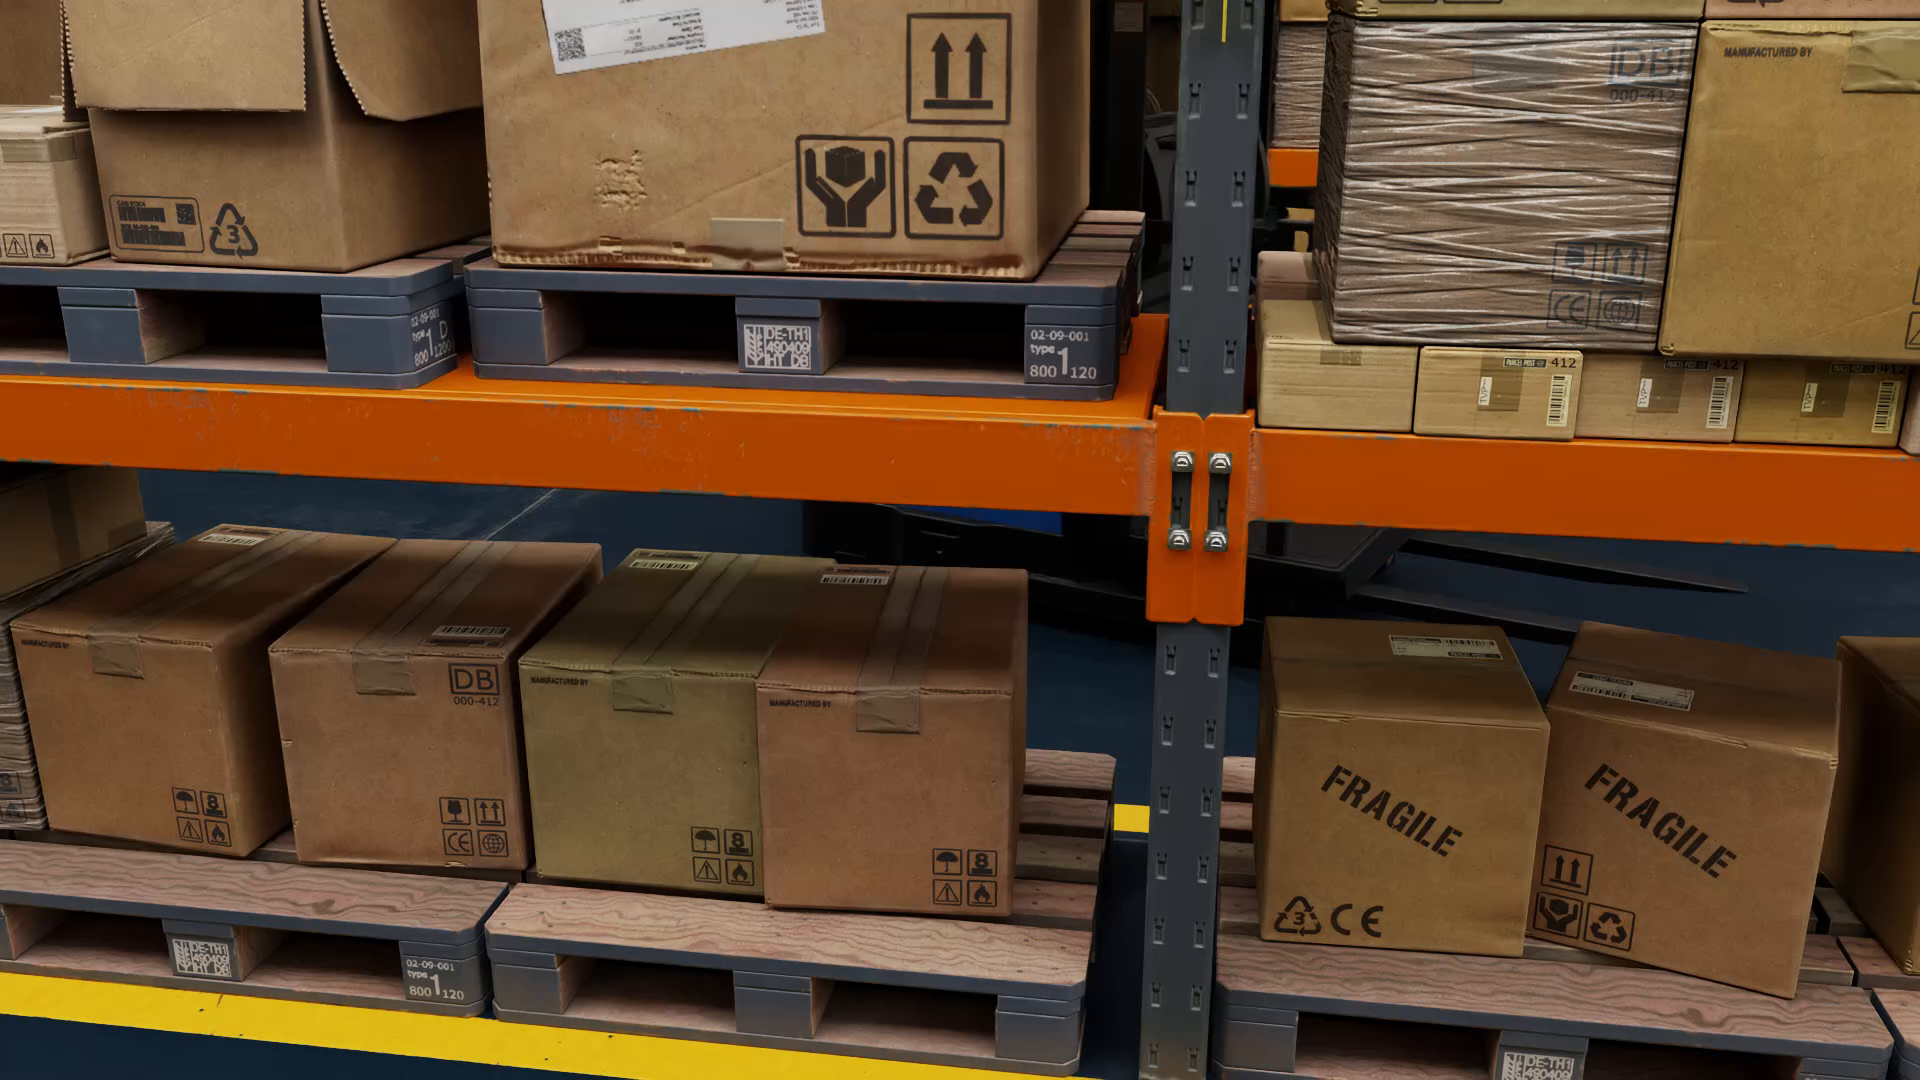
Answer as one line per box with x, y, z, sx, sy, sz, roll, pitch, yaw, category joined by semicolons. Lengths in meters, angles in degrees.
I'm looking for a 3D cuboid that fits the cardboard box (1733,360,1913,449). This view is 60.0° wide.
1.392;-0.278;2.804;0.250;0.149;0.380;3;19;9;cardboard box

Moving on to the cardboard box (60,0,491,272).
-1.243;-0.839;3.259;0.637;0.503;0.797;5;19;14;cardboard box

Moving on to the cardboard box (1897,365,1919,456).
1.633;-0.253;2.728;0.250;0.149;0.380;3;19;9;cardboard box

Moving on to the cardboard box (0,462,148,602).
-2.274;-0.065;3.835;0.500;0.250;0.500;5;19;15;cardboard box

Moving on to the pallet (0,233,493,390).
-1.505;-0.556;3.541;1.213;0.211;1.003;3;19;9;pallet

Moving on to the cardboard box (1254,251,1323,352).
0.742;-0.495;3.451;0.250;0.149;0.380;3;19;9;cardboard box

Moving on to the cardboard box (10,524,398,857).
-1.691;0.320;3.864;0.500;0.500;0.700;5;19;13;cardboard box

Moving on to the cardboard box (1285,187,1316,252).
1.980;-1.220;7.907;0.875;0.875;0.875;3;19;9;cardboard box

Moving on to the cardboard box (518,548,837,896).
-0.587;0.376;3.697;0.500;0.500;0.700;3;19;8;cardboard box

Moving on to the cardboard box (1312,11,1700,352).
0.918;-0.679;2.979;0.500;0.500;0.875;3;19;9;cardboard box

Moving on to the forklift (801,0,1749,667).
0.972;-1.181;5.214;3.031;2.935;1.130;10;21;28;forklift

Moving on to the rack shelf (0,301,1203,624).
-1.491;-0.292;3.583;4.000;0.370;1.077;3;19;9;rack shelf

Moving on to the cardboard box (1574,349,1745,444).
1.144;-0.288;2.832;0.250;0.149;0.380;3;19;9;cardboard box

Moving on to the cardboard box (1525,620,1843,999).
1.439;0.513;3.321;0.500;0.500;0.500;9;21;26;cardboard box

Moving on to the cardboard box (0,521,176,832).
-2.252;0.294;3.943;0.500;0.500;0.700;1;19;4;cardboard box

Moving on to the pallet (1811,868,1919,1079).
2.360;0.873;3.361;1.213;0.211;1.003;3;19;9;pallet

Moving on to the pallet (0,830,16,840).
-2.695;0.628;4.093;1.213;0.211;1.003;3;19;9;pallet

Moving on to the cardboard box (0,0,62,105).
-2.359;-0.969;3.653;0.500;0.500;0.700;6;19;17;cardboard box

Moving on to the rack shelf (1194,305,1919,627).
2.458;-0.091;2.981;4.000;0.370;1.077;3;19;9;rack shelf

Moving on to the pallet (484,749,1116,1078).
-0.286;0.751;3.726;1.213;0.211;1.003;3;19;9;pallet

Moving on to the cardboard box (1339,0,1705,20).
0.887;-1.093;2.641;0.500;0.500;0.500;3;19;9;cardboard box

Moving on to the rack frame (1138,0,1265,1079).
0.483;-0.533;3.168;0.127;3.000;1.000;3;19;9;rack frame

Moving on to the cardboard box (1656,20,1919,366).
1.406;-0.643;2.871;0.500;0.500;0.875;3;19;9;cardboard box

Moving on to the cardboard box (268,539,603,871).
-1.140;0.348;3.781;0.500;0.500;0.700;1;19;4;cardboard box

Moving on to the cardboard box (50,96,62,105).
-1.777;-0.870;3.726;0.258;0.266;0.396;2;19;7;cardboard box

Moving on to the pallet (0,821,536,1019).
-1.494;0.690;3.908;1.213;0.211;1.003;3;19;9;pallet

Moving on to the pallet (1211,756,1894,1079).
1.152;0.812;3.543;1.213;0.211;1.003;3;19;9;pallet

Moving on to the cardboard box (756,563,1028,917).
-0.119;0.406;3.607;0.500;0.500;0.700;1;19;4;cardboard box

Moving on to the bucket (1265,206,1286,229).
1.870;-1.965;10.213;0.620;0.611;0.726;-1;16;31;bucket

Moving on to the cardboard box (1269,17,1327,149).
1.736;-2.138;7.729;0.550;0.550;0.875;3;19;9;cardboard box

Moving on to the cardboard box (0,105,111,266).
-1.848;-0.706;3.259;0.500;0.250;0.500;2;19;7;cardboard box

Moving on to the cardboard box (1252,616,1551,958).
0.872;0.486;3.400;0.500;0.500;0.500;2;19;7;cardboard box

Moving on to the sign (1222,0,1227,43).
0.399;-0.908;2.464;0.005;0.325;0.100;3;19;9;sign

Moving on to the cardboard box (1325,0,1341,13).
0.971;-1.259;3.136;0.500;0.500;0.500;3;19;9;cardboard box

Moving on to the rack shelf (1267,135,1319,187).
3.345;-1.640;7.610;4.000;0.370;1.077;3;19;9;rack shelf

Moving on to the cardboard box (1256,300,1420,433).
0.648;-0.309;2.894;0.250;0.149;0.380;3;19;9;cardboard box

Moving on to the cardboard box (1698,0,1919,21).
1.381;-1.068;2.567;0.500;0.500;0.500;3;19;9;cardboard box

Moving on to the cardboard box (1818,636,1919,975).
2.064;0.519;3.302;0.500;0.500;0.500;1;19;4;cardboard box

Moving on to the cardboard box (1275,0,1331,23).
1.729;-2.635;7.514;0.550;0.550;0.875;3;19;9;cardboard box

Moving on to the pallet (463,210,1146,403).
-0.248;-0.526;3.450;1.213;0.211;1.003;3;19;9;pallet

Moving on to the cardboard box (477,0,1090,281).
-0.279;-1.100;3.257;1.000;1.000;1.000;3;19;9;cardboard box

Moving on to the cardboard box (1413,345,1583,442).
0.893;-0.292;2.844;0.250;0.149;0.380;3;19;9;cardboard box
